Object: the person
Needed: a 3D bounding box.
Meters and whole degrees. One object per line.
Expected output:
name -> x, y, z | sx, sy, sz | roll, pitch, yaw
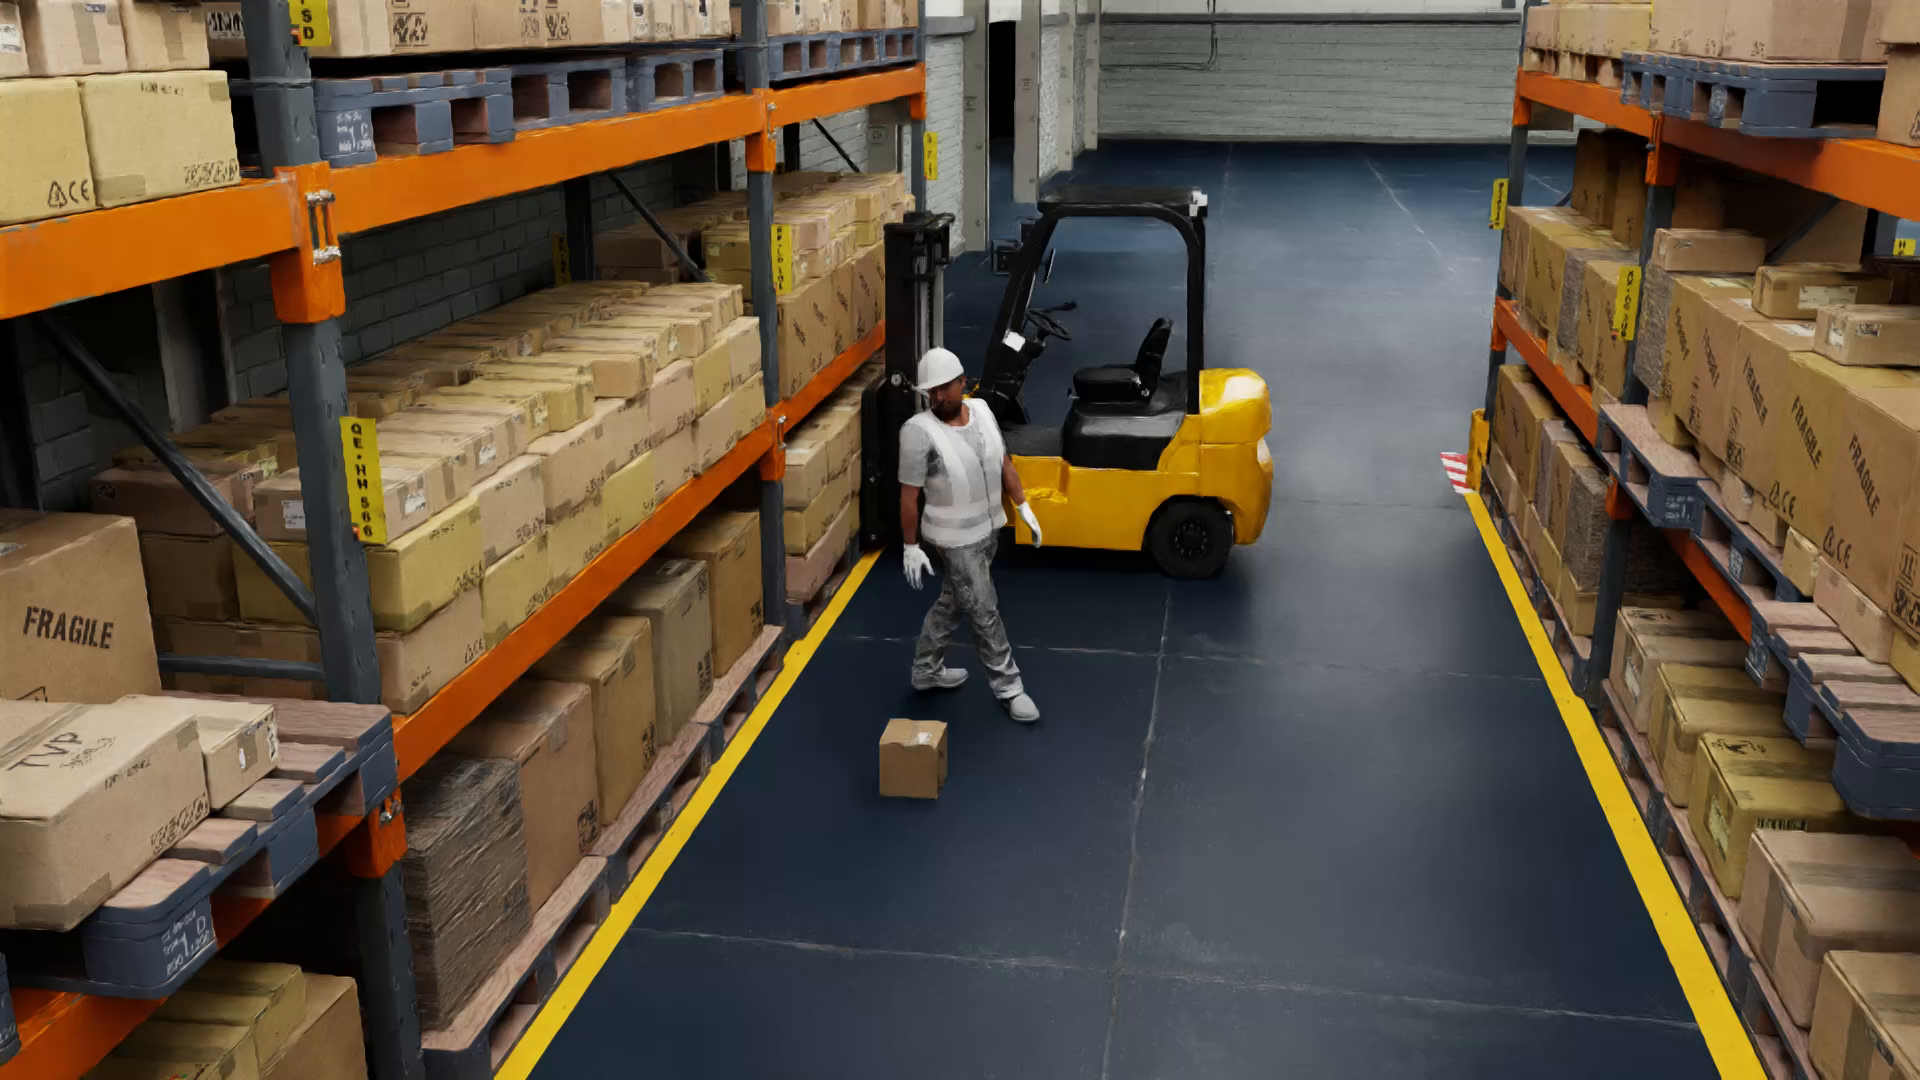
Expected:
person -> 0.045, -0.026, 7.630 | 0.723, 1.746, 0.597 | 11, 21, 30
